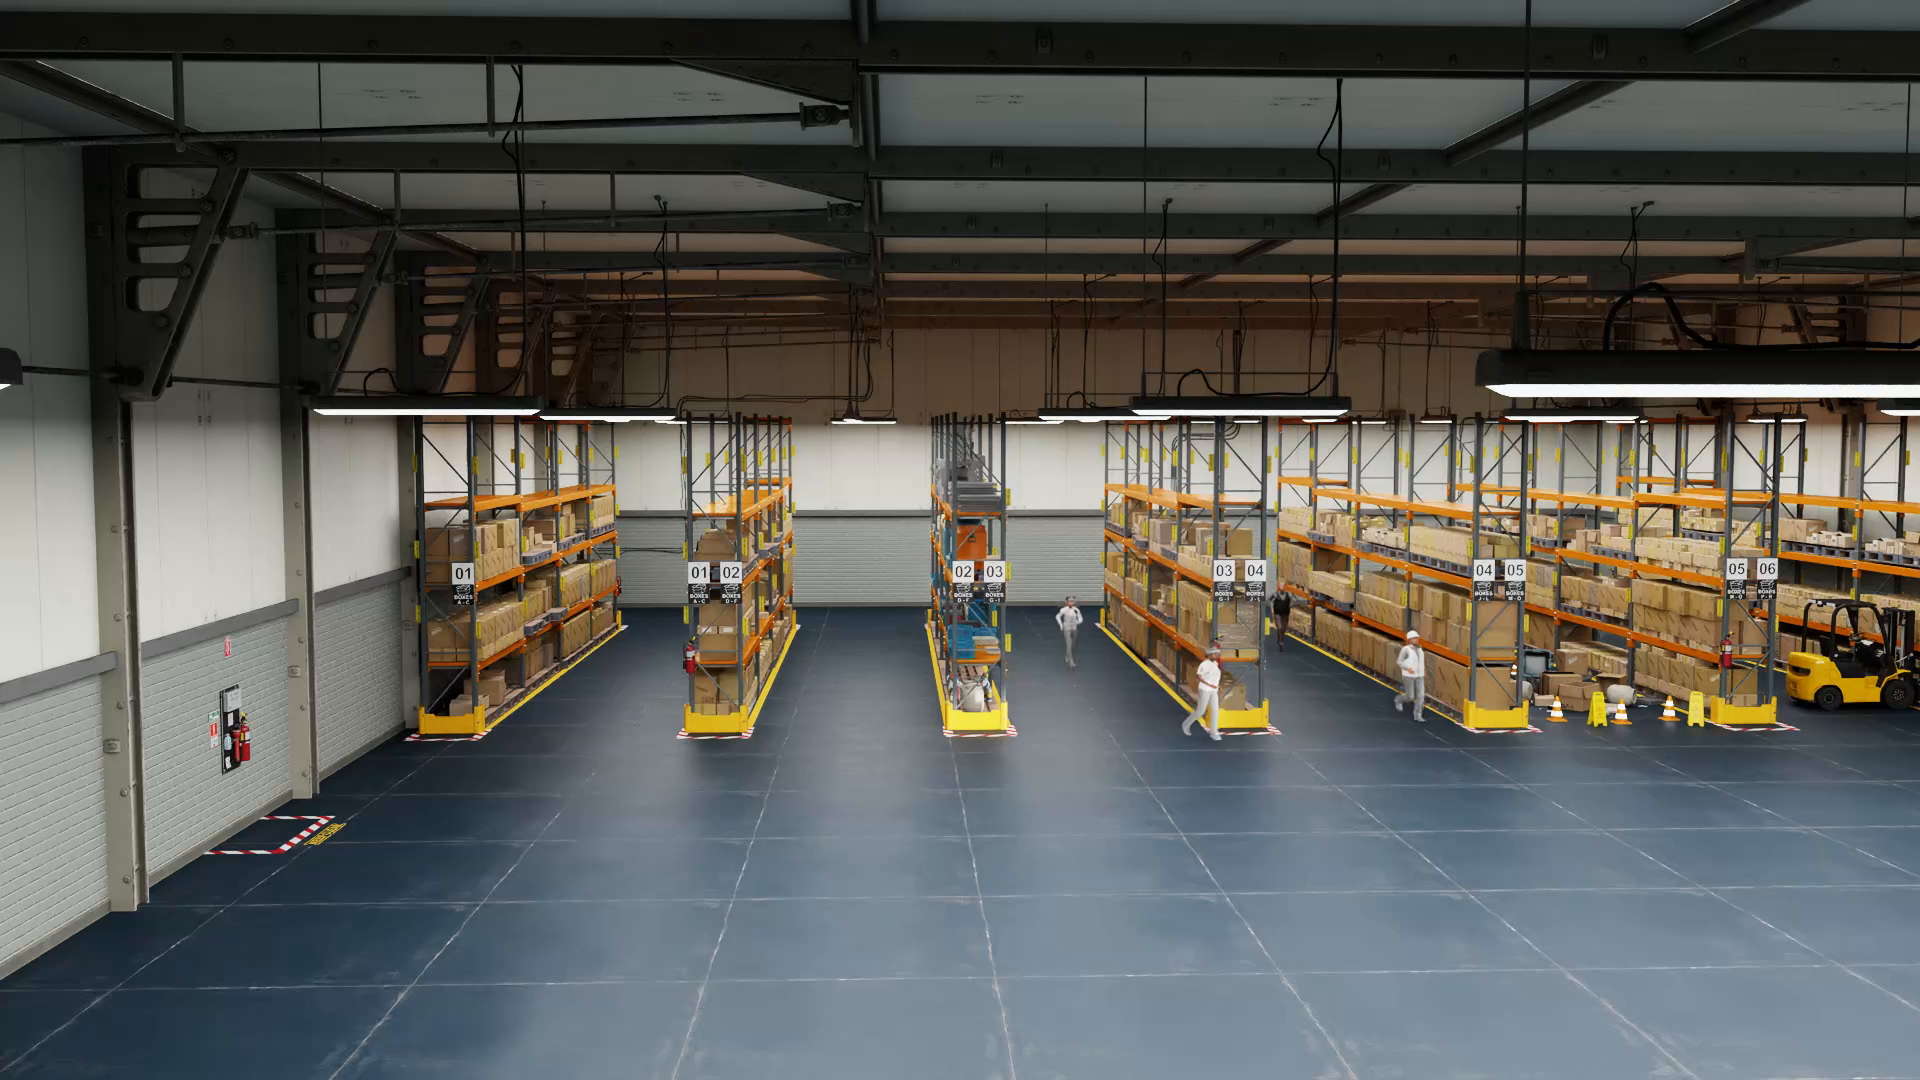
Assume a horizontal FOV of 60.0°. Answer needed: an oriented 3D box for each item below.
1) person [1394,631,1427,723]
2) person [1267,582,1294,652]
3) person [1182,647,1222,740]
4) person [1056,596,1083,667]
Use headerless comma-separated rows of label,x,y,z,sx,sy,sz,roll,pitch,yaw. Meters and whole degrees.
person,8.829,2.648,32.483,0.664,1.758,0.845,-1,4,-20
person,8.266,1.948,42.750,0.657,1.732,0.957,0,4,-5
person,4.587,2.794,30.642,0.660,1.674,0.854,-4,5,-42
person,2.639,2.161,39.787,0.628,1.683,0.813,-1,4,-15
